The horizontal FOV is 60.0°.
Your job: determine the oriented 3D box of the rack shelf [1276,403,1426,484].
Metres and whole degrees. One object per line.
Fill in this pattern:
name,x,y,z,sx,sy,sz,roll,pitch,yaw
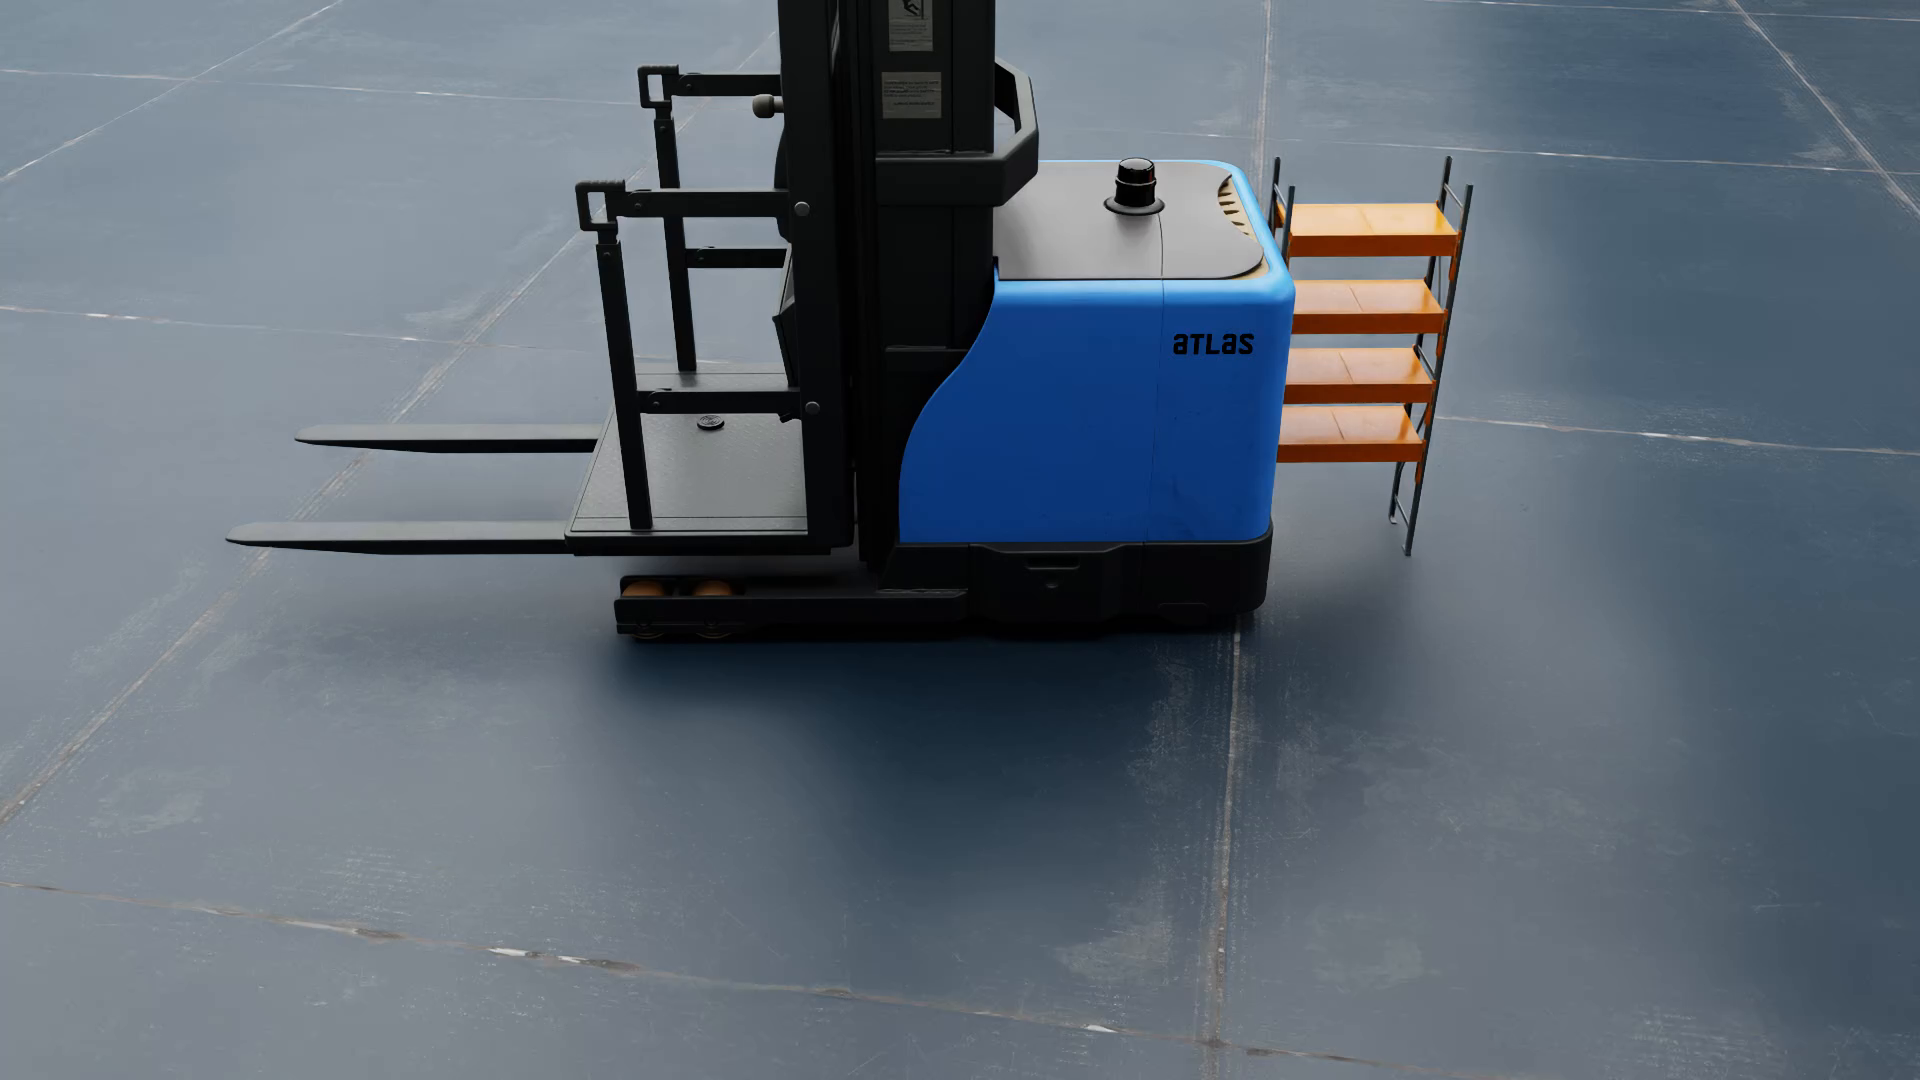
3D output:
rack shelf,1.149,-0.297,5.094,0.480,0.148,0.258,0,32,-1

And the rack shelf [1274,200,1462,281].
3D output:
rack shelf,1.149,-0.855,4.745,0.480,0.148,0.258,0,32,-1

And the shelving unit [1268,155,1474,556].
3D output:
shelving unit,1.149,-0.522,4.953,0.503,1.200,0.258,0,32,-1

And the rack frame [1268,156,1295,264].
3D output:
rack frame,0.905,-0.520,4.950,0.015,1.200,0.240,0,32,-1

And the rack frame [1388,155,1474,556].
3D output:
rack frame,1.393,-0.524,4.956,0.015,1.200,0.240,0,32,-1

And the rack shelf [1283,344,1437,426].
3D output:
rack shelf,1.149,-0.465,4.989,0.480,0.148,0.258,0,32,-1

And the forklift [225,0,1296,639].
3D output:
forklift,-0.627,-1.239,4.468,3.031,2.935,1.130,0,32,0

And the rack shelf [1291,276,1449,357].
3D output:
rack shelf,1.149,-0.655,4.870,0.480,0.148,0.258,0,32,-1
